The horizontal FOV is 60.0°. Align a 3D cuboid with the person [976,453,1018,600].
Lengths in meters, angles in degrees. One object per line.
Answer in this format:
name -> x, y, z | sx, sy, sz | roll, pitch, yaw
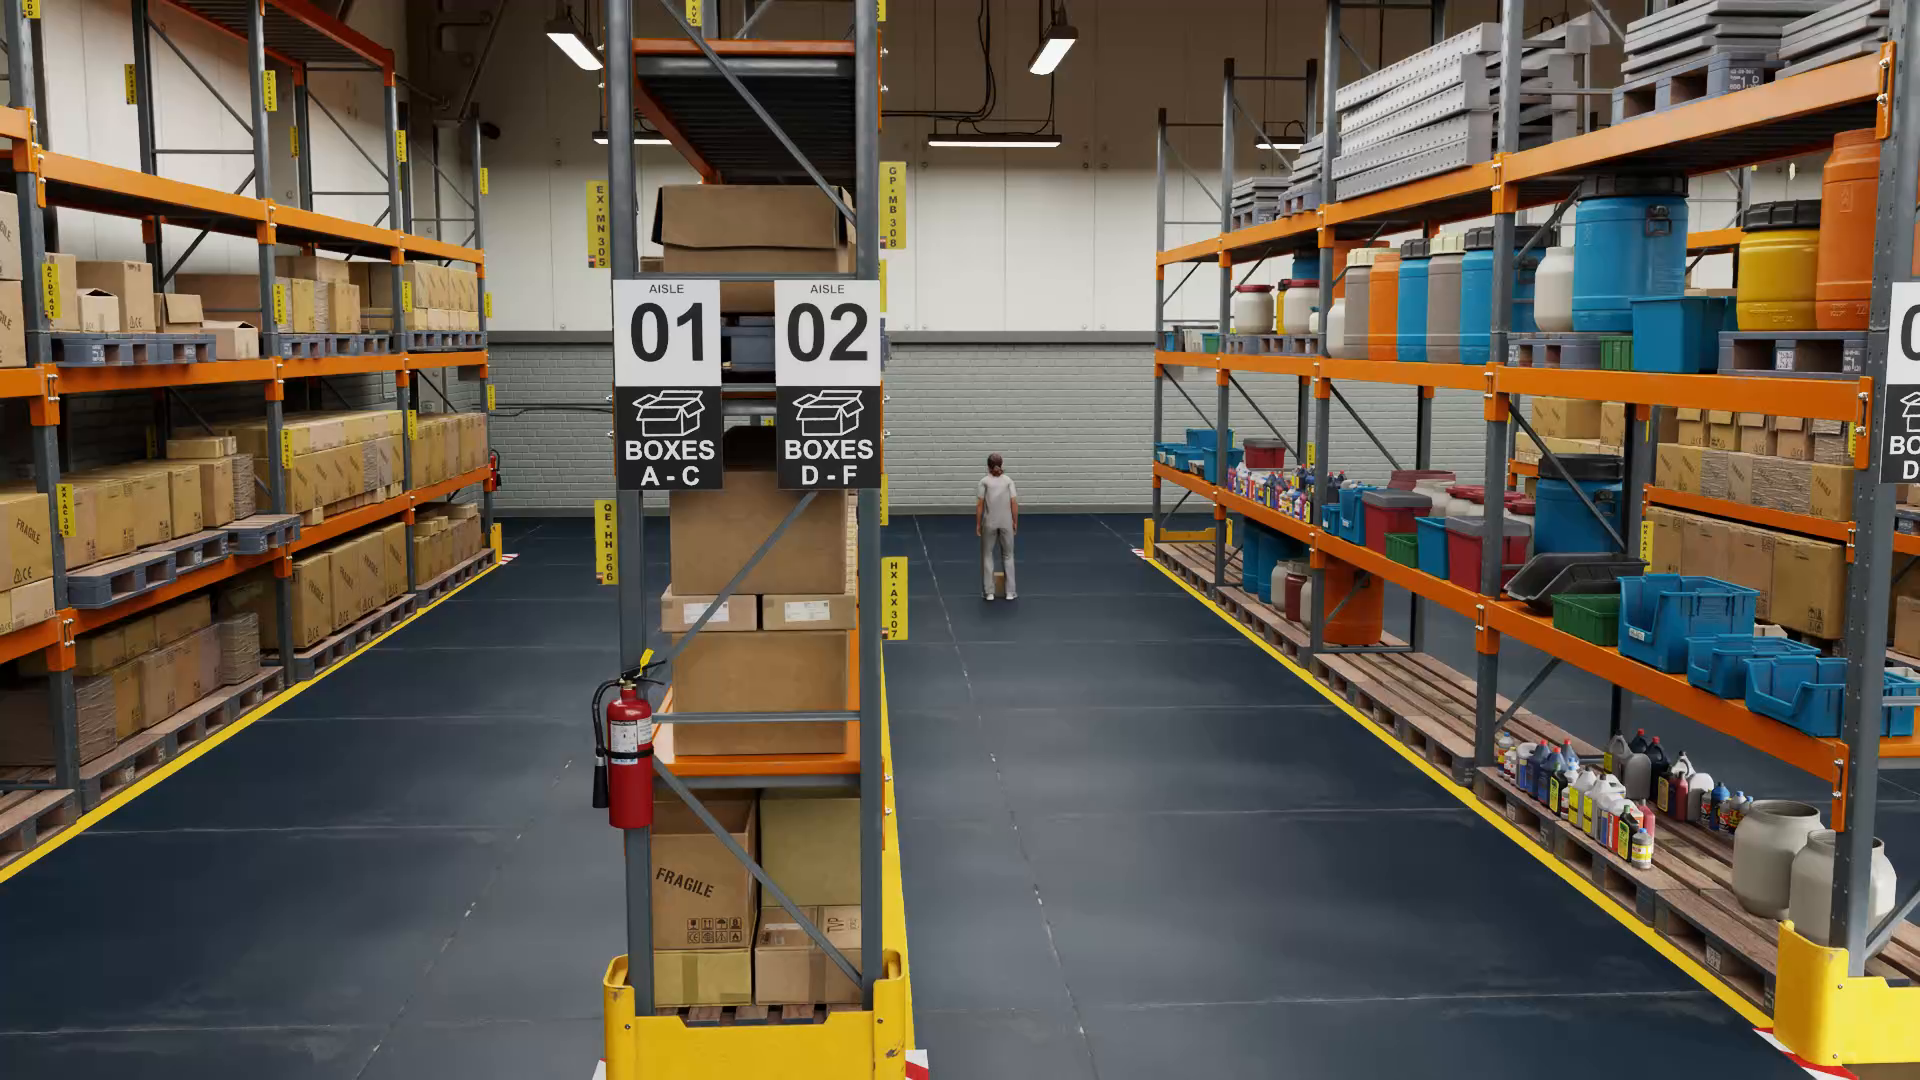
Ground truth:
person -> 0.425, -0.154, 19.028 | 0.498, 1.671, 0.358 | -1, 7, -6
